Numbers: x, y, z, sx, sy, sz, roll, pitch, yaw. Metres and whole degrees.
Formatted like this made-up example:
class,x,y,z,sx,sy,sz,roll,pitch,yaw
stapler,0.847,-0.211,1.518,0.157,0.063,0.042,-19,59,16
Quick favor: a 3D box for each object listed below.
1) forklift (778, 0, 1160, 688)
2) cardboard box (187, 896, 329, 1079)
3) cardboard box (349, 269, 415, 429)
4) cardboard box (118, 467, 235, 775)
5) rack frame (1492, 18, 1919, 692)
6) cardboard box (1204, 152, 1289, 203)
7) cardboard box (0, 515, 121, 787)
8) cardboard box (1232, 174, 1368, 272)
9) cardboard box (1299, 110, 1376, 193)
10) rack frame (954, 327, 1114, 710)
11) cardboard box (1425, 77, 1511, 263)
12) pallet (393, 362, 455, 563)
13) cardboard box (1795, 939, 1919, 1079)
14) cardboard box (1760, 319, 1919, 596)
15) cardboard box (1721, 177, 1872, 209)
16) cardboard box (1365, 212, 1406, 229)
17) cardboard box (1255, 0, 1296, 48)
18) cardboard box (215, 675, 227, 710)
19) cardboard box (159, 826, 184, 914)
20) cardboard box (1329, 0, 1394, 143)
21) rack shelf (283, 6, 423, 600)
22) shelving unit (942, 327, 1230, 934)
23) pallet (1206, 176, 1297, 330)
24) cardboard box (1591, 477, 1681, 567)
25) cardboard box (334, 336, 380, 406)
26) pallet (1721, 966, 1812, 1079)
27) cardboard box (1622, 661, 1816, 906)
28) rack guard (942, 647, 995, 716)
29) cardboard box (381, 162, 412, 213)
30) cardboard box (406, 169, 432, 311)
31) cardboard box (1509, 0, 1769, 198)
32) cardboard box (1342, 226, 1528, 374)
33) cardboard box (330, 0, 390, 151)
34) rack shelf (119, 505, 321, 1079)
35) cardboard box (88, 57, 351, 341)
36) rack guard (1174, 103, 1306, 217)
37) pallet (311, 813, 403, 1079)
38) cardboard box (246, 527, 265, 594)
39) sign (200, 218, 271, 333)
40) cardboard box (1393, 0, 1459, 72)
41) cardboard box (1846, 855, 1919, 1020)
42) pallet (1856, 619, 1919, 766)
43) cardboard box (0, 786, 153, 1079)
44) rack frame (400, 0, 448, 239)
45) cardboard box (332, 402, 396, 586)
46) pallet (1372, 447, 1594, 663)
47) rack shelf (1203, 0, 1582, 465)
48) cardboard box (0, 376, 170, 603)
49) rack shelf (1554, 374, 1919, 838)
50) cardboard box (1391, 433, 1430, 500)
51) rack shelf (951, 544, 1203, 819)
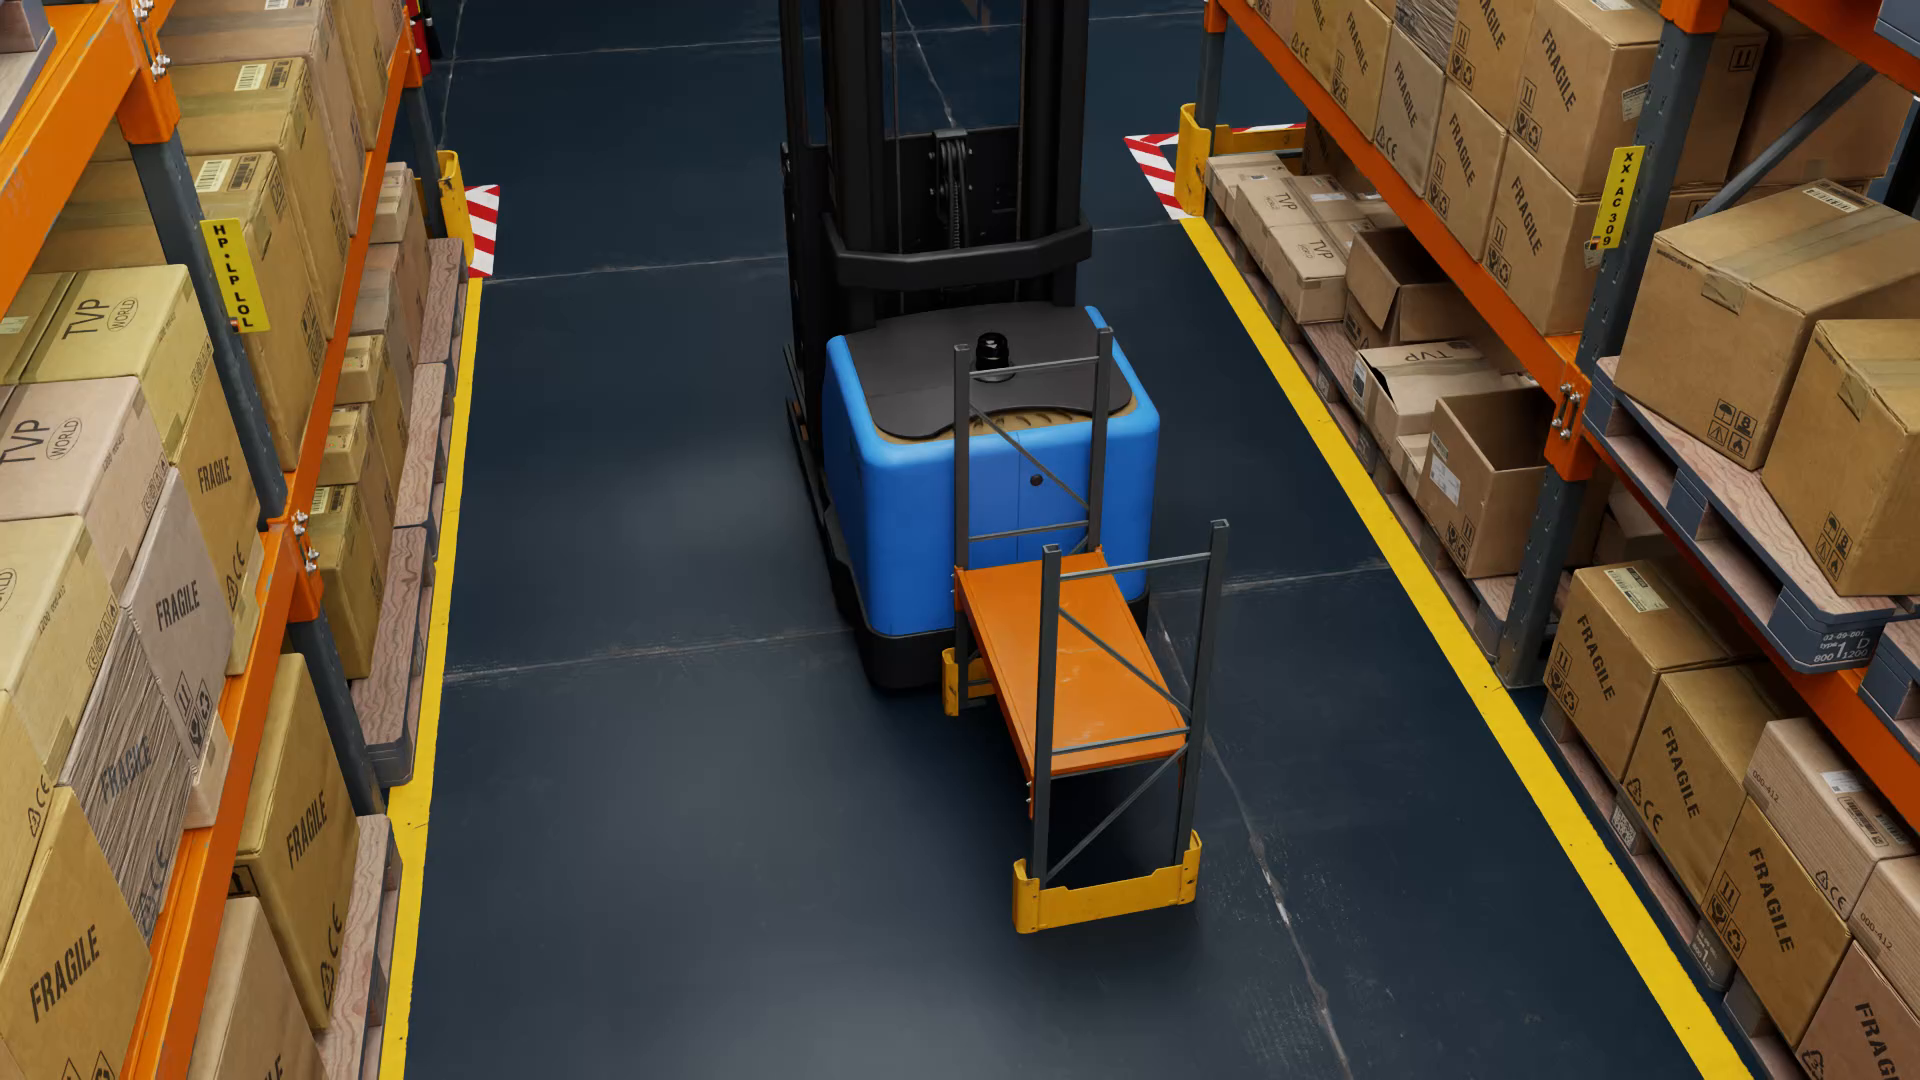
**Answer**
class,x,y,z,sx,sy,sz,roll,pitch,yaw
forklift,-0.142,-1.533,6.335,1.130,2.935,3.031,-8,39,-10
cardboard box,-2.008,1.408,3.902,0.750,0.750,0.750,-5,38,-7
cardboard box,-2.712,-0.767,6.987,0.700,0.500,0.500,-7,38,-9
cardboard box,-1.981,0.204,3.702,0.500,0.500,0.500,-6,38,-8
rack frame,2.467,-0.725,5.238,1.000,3.000,0.127,-6,38,-8
cardboard box,1.501,-1.899,8.715,0.380,0.149,0.250,-6,38,-8
cardboard box,-1.906,0.221,3.068,0.500,0.250,0.500,-6,38,-7
cardboard box,1.670,-1.568,8.206,0.500,0.250,0.500,-6,38,-8
cardboard box,2.104,-2.026,8.592,0.500,0.500,0.500,-6,38,-8
rack frame,0.228,-0.026,5.561,0.500,1.500,0.032,-8,39,-10
cardboard box,2.035,-1.350,5.962,0.500,0.500,0.500,-5,38,-7
pallet,-2.682,-0.295,6.958,1.003,0.211,1.213,-6,38,-8
cardboard box,2.585,1.336,4.265,0.500,0.500,0.500,-8,38,-10
cardboard box,2.513,-0.212,4.154,0.700,0.500,0.500,-1,38,-1
cardboard box,2.646,-1.102,5.642,0.500,0.500,0.500,-5,38,-7
cardboard box,2.241,-1.350,7.926,0.500,0.250,0.500,-6,38,-8
cardboard box,1.680,-2.573,7.536,0.500,0.500,0.500,-7,38,-8
cardboard box,-2.002,0.386,3.997,0.380,0.149,0.250,-5,38,-7
cardboard box,-1.921,0.694,3.600,0.380,0.149,0.250,-6,38,-8
cardboard box,1.851,-1.968,6.756,0.500,0.500,0.500,-6,38,-7
rack shelf,-2.760,-1.114,6.325,1.077,0.370,4.000,-6,38,-8
shelving unit,0.342,0.272,5.177,0.587,1.500,1.083,-8,39,-10
pallet,1.920,-1.513,8.525,1.003,0.211,1.213,-6,38,-8
cardboard box,2.607,-0.114,6.285,0.500,0.311,0.500,-6,38,-8
cardboard box,-2.411,-0.629,6.282,0.380,0.149,0.250,-7,38,-9
pallet,2.864,1.602,4.516,1.003,0.211,1.213,-6,38,-8
cardboard box,2.417,0.728,5.047,0.500,0.500,0.500,-6,38,-7
rack guard,0.228,0.468,5.944,0.587,0.250,0.087,-8,39,-10
cardboard box,-2.687,-1.571,7.494,0.380,0.149,0.250,-7,38,-8
cardboard box,-2.889,-1.373,7.767,0.700,0.500,0.500,-6,38,-8
cardboard box,2.124,-1.437,5.258,0.500,0.500,0.500,-6,38,-8
cardboard box,2.133,-1.047,7.329,0.797,0.503,0.637,-6,38,-8
cardboard box,-2.872,-1.979,6.608,0.980,0.700,0.700,-7,38,-8
rack shelf,-2.058,1.302,3.216,1.077,0.370,4.000,-6,38,-8
cardboard box,-2.611,-1.079,5.450,0.980,0.700,0.700,-7,38,-9
rack guard,1.779,-2.108,9.056,1.175,0.500,0.348,-6,38,-8
pallet,-2.199,1.369,4.816,1.003,0.211,1.213,-6,38,-8
cardboard box,-2.071,0.075,4.397,0.380,0.149,0.250,-6,38,-8
sign,-1.876,-0.680,4.302,0.100,0.325,0.005,-6,38,-8
cardboard box,1.943,-2.051,6.048,0.500,0.500,0.500,-6,38,-8
cardboard box,2.576,1.017,4.063,0.500,0.250,0.500,-7,38,-9
pallet,2.823,0.592,3.699,1.003,0.211,1.213,-6,38,-8
cardboard box,-1.808,0.809,2.923,0.500,0.500,0.500,-5,38,-7
rack frame,-3.110,-2.606,7.660,1.000,3.000,0.127,-6,38,-8
cardboard box,-2.524,-0.135,6.174,0.700,0.500,0.500,-7,38,-8
pallet,2.348,-0.039,6.628,1.003,0.211,1.213,-6,38,-8
rack shelf,2.117,-1.649,7.014,1.077,0.370,4.000,-6,38,-8
cardboard box,-1.995,-0.087,3.465,0.500,0.250,0.500,-5,38,-7
rack shelf,2.818,0.767,3.904,1.077,0.370,4.000,-6,38,-8
cardboard box,1.963,-0.307,6.665,0.380,0.149,0.250,-6,38,-8
rack shelf,0.344,0.420,5.281,0.538,0.185,1.000,-8,39,-10
